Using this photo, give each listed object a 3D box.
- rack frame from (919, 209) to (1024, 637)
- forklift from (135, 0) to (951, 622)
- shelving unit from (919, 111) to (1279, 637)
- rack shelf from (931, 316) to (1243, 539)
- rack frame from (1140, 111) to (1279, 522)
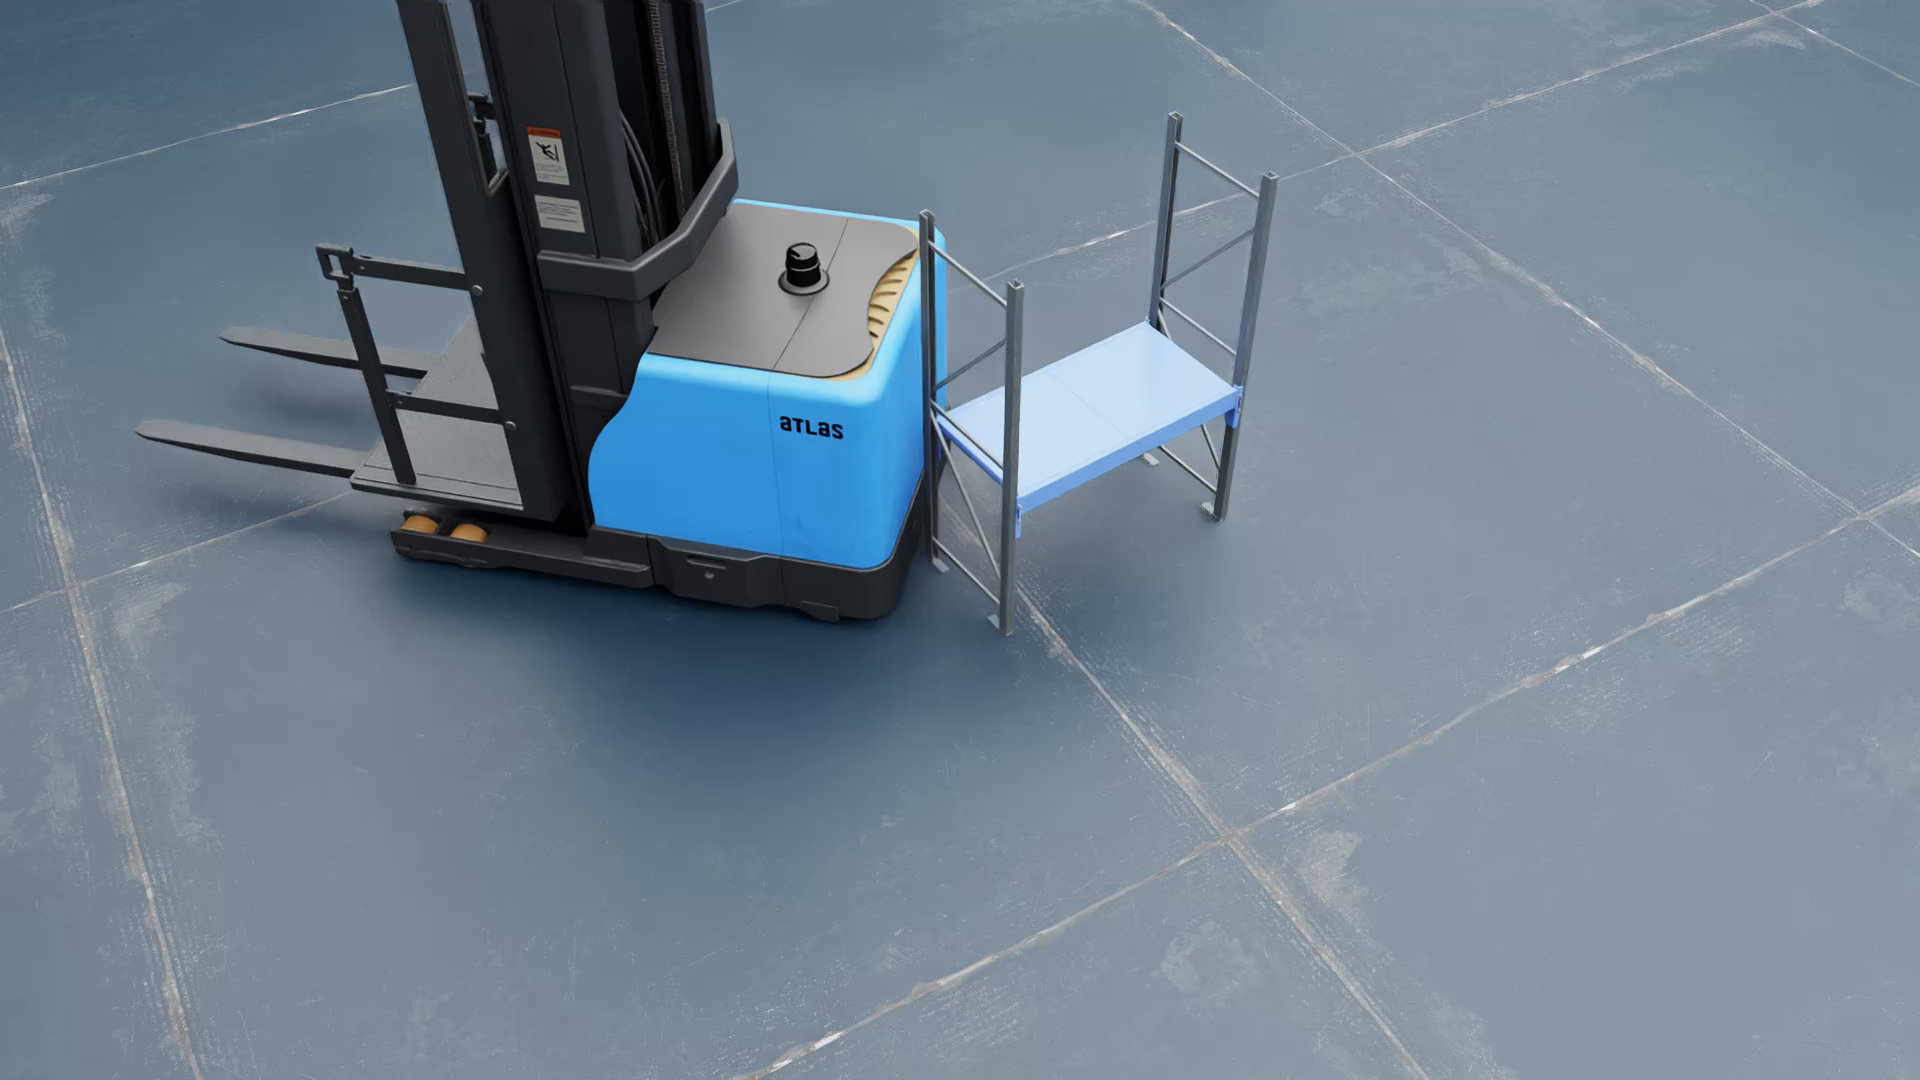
[{"bbox_3d":[0.030,-0.340,5.523,0.032,1.500,0.500,-27,50,-25],"label":"rack frame"},{"bbox_3d":[-1.609,-1.298,5.482,3.031,2.935,1.130,9,45,9],"label":"forklift"},{"bbox_3d":[0.443,-0.547,5.736,1.048,1.500,0.538,-27,50,-25],"label":"shelving unit"},{"bbox_3d":[0.443,-0.418,5.862,1.000,0.185,0.538,-27,50,-25],"label":"rack shelf"},{"bbox_3d":[0.856,-0.753,5.949,0.032,1.500,0.500,-27,50,-25],"label":"rack frame"}]
